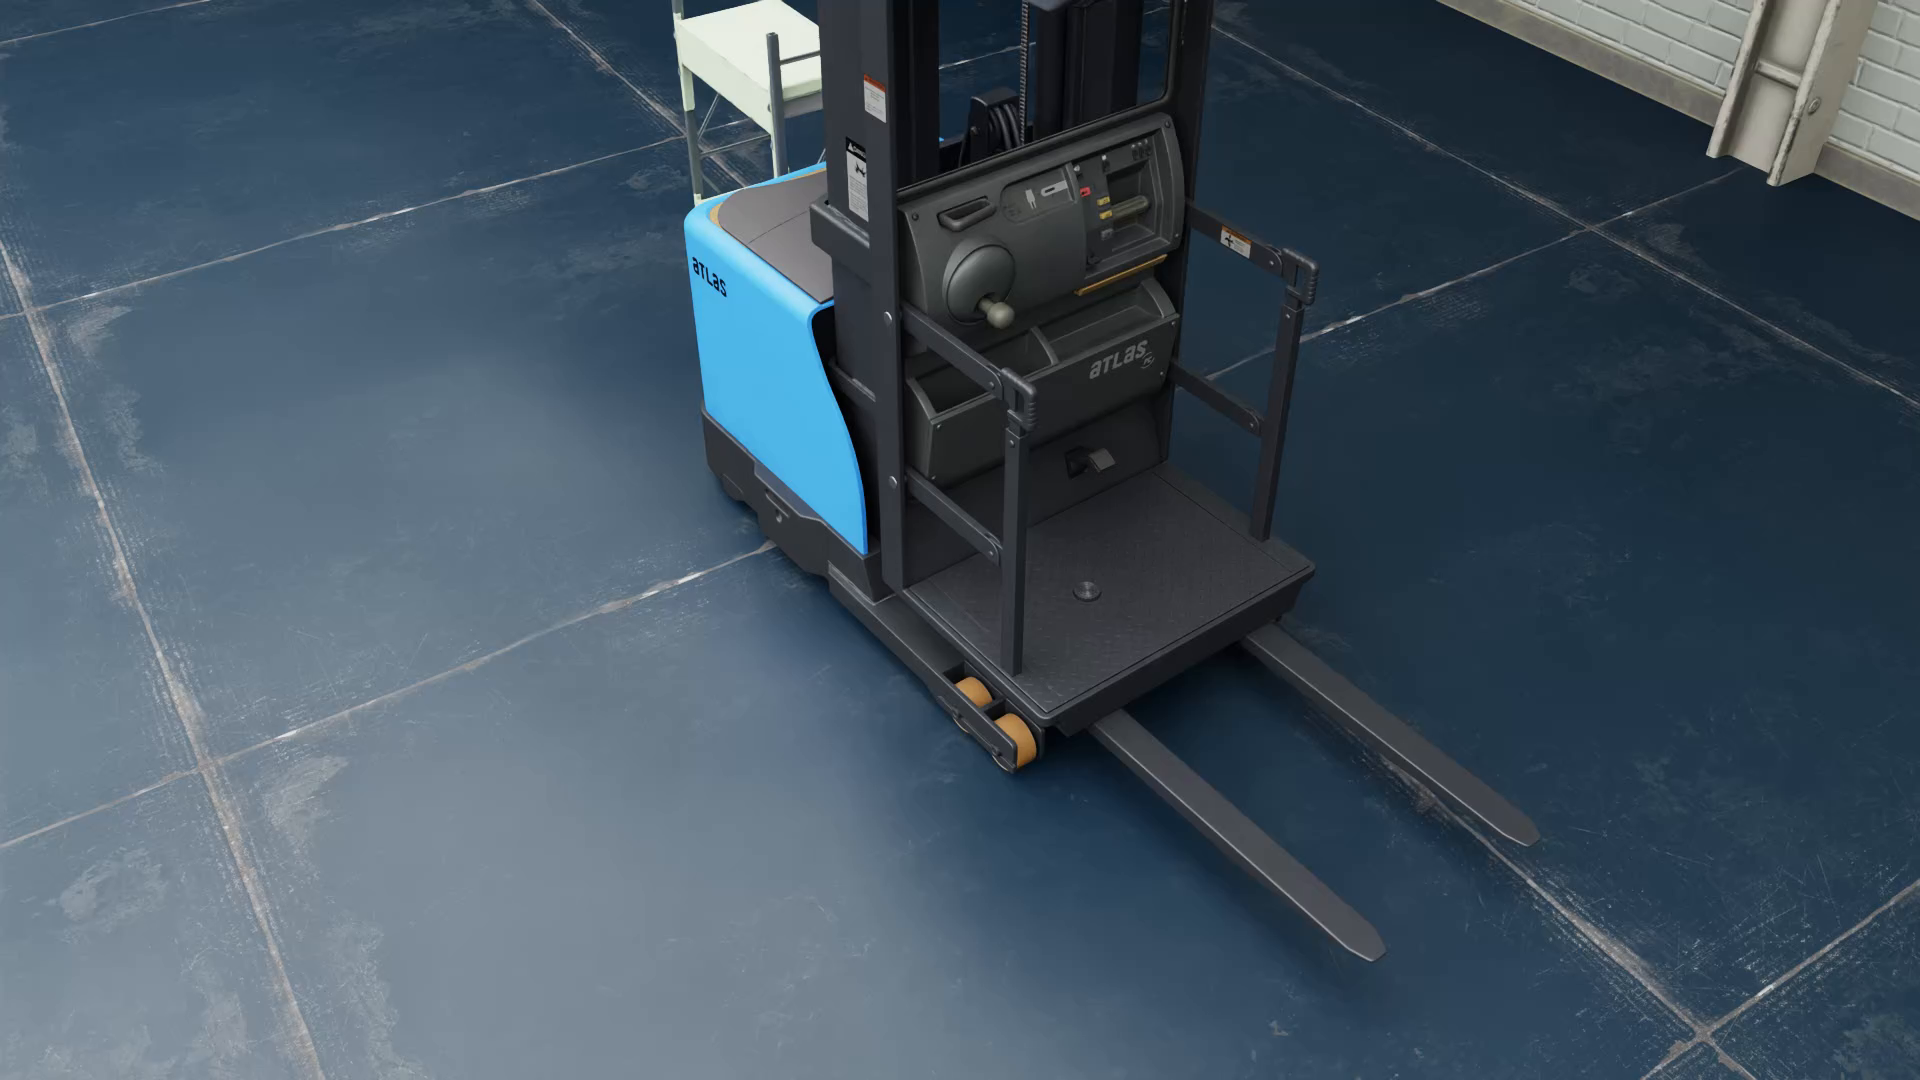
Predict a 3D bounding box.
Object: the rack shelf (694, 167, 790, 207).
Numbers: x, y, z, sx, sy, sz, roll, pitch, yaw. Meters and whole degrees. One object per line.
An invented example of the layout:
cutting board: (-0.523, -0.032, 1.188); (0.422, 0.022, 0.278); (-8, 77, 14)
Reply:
rack shelf: (-0.655, -1.068, 6.369); (0.431, 0.370, 0.720); (-23, 45, -25)

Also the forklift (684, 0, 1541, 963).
forklift: (0.380, -0.804, 4.426); (1.130, 2.935, 3.031); (-26, 46, -28)

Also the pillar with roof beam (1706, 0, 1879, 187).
pillar with roof beam: (0.178, -3.772, 3.248); (9.100, 9.000, 0.400); (-22, 45, -24)

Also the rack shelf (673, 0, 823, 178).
rack shelf: (-0.655, -1.618, 5.911); (0.431, 0.370, 0.720); (-23, 45, -25)

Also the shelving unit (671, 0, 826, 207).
shelving unit: (-0.655, -1.319, 6.161); (0.431, 1.500, 0.755); (-23, 45, -25)

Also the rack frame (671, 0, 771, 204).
rack frame: (-0.856, -1.514, 6.396); (0.400, 1.500, 0.023); (-23, 45, -25)

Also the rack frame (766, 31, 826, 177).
rack frame: (-0.454, -1.123, 5.926); (0.400, 1.500, 0.023); (-23, 45, -25)
